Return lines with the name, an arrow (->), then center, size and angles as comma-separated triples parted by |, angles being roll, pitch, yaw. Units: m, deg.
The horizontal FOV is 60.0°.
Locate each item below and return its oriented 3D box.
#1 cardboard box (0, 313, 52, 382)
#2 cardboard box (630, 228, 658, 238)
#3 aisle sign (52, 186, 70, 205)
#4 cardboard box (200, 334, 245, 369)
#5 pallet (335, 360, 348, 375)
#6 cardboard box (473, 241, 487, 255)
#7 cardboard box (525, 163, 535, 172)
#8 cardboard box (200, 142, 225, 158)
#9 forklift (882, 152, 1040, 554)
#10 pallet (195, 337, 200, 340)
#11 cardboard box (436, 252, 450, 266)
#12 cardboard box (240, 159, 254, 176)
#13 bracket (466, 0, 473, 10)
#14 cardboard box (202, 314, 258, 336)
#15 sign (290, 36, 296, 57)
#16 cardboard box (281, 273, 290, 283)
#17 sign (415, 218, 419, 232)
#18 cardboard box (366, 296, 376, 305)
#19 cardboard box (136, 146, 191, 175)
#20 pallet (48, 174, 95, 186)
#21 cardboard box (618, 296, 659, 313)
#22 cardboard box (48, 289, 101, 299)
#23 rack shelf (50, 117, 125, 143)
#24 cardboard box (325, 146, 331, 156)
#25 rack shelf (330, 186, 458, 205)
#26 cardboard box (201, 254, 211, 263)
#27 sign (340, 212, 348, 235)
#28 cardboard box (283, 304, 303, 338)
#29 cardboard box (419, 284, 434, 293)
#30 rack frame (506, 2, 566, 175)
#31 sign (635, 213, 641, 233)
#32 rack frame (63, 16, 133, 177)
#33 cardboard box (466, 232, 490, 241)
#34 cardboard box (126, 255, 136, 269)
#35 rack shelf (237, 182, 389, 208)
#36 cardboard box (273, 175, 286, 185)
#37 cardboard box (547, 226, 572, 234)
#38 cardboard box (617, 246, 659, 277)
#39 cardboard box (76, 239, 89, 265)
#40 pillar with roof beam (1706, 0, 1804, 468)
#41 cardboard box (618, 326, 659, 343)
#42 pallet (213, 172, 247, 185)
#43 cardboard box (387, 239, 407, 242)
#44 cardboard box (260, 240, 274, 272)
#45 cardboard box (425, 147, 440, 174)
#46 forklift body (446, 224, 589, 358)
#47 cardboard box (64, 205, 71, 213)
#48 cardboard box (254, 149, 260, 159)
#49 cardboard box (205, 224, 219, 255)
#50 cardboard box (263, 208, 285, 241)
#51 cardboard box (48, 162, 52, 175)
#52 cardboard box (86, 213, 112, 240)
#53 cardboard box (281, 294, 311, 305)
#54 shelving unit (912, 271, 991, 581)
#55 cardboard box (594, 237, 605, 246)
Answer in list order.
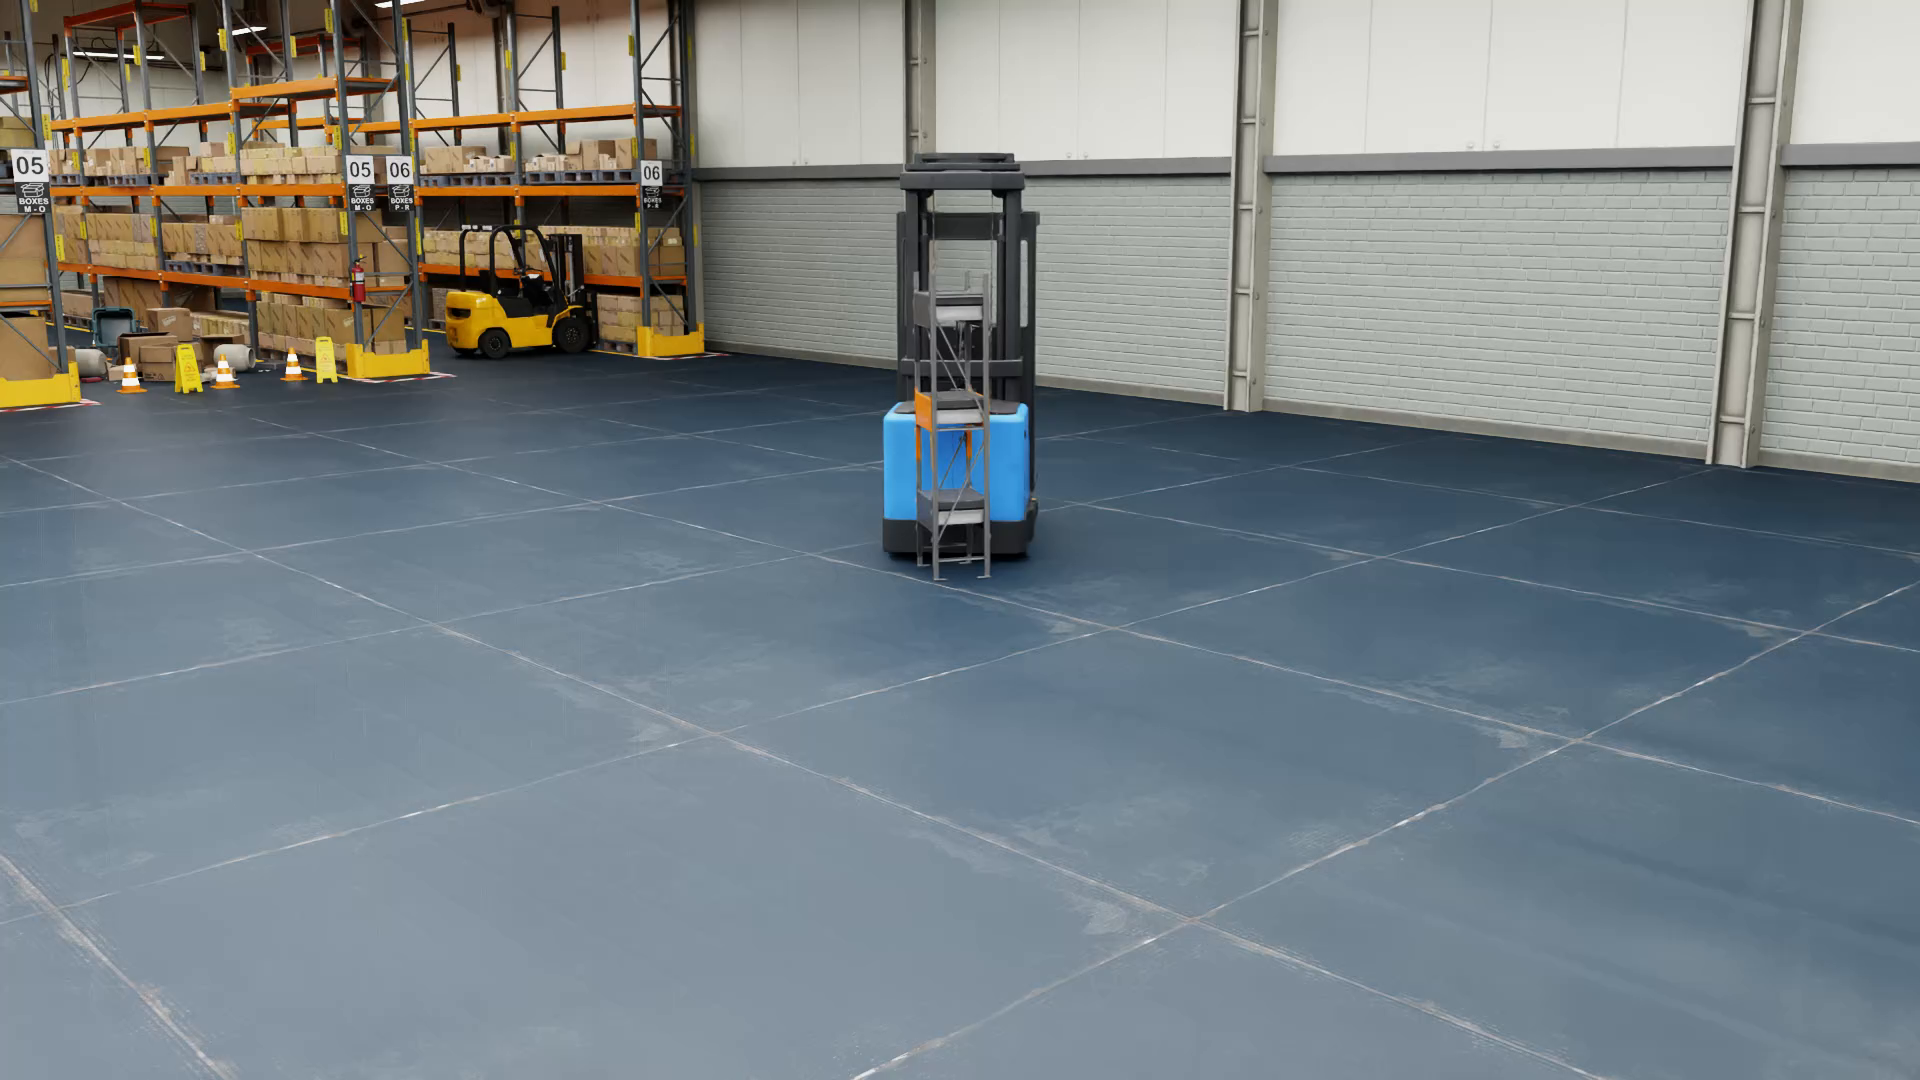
cardboard box -> -12.522, -2.481, 21.747 | 0.875, 0.875, 0.875 | -11, 16, -42
cardboard box -> -5.308, -5.159, 27.925 | 0.380, 0.149, 0.250 | -11, 16, -42
aisle sign -> -19.370, -7.593, 35.892 | 0.394, 0.787, 0.004 | -11, 16, -43
cardboard box -> -11.502, -2.946, 25.965 | 0.500, 0.500, 0.500 | -1, 12, -4
pallet -> -9.083, -2.700, 25.494 | 1.003, 0.211, 1.213 | -11, 16, -43
cardboard box -> -8.904, -5.564, 31.618 | 0.500, 0.250, 0.500 | -10, 16, -41
cardboard box -> -7.580, -6.700, 29.900 | 0.380, 0.149, 0.250 | -10, 16, -41
cardboard box -> -12.471, -6.574, 28.045 | 0.500, 0.250, 0.500 | -11, 16, -42
forklift -> 0.071, -1.576, 13.299 | 1.130, 2.935, 3.031 | 1, 12, 5
pallet -> -12.643, -3.441, 29.089 | 1.003, 0.211, 1.213 | -11, 16, -43
cardboard box -> -9.959, -5.545, 32.762 | 0.500, 0.250, 0.500 | -11, 16, -44
cardboard box -> -11.152, -5.954, 26.578 | 0.500, 0.250, 0.500 | -11, 16, -44
bracket -> -9.424, -10.439, 32.358 | 0.235, 0.232, 0.430 | -11, 16, -43
cardboard box -> -12.602, -3.716, 28.984 | 0.950, 0.372, 0.625 | -10, 15, -41
sign -> -10.853, -8.022, 27.039 | 0.100, 0.325, 0.005 | -11, 16, -43
cardboard box -> -10.396, -4.113, 26.065 | 0.380, 0.149, 0.250 | -11, 16, -42
sign -> -10.819, -6.242, 33.104 | 0.100, 0.325, 0.005 | -11, 16, -43
cardboard box -> -12.307, -5.104, 35.408 | 0.500, 0.500, 0.500 | 11, 16, 43
cardboard box -> -14.390, -6.858, 30.036 | 0.637, 0.503, 0.797 | 11, 16, 42
pallet -> -18.178, -7.407, 34.217 | 1.003, 0.211, 1.213 | -11, 16, -43
cardboard box -> -5.452, -3.996, 28.169 | 0.500, 0.250, 0.500 | -10, 15, -41
cardboard box -> -19.017, -5.135, 35.709 | 0.875, 0.438, 0.875 | 11, 16, 43
rack shelf -> -18.164, -8.364, 33.984 | 1.077, 0.370, 4.000 | -11, 16, -43
cardboard box -> -9.093, -5.719, 24.450 | 0.380, 0.149, 0.250 | -11, 16, -42
rack shelf -> -11.814, -7.200, 34.773 | 1.077, 0.370, 4.000 | -11, 16, -43
cardboard box -> -12.849, -4.865, 28.676 | 0.380, 0.149, 0.250 | -10, 15, -41
sign -> -8.911, -4.579, 24.049 | 0.100, 0.325, 0.005 | -11, 16, -43
cardboard box -> -10.311, -3.465, 26.212 | 0.500, 0.500, 0.500 | -10, 15, -40
cardboard box -> -10.957, -5.127, 33.909 | 0.250, 0.149, 0.380 | 11, 16, 42
rack frame -> -7.670, -8.146, 30.147 | 1.000, 3.000, 0.127 | -11, 16, -43
sign -> -5.310, -5.233, 27.421 | 0.100, 0.325, 0.005 | -11, 16, -43
rack frame -> -16.783, -8.621, 32.454 | 1.000, 3.000, 0.127 | -11, 16, -43
cardboard box -> -9.210, -5.803, 31.789 | 0.250, 0.149, 0.380 | 11, 16, 44
cardboard box -> -15.257, -5.211, 31.143 | 0.500, 0.250, 0.500 | -11, 16, -43
rack shelf -> -9.877, -5.340, 25.746 | 1.077, 0.370, 4.000 | -11, 16, -43
cardboard box -> -10.393, -5.581, 25.756 | 0.380, 0.149, 0.250 | -11, 16, -44
cardboard box -> -7.133, -5.518, 29.670 | 0.380, 0.149, 0.250 | -10, 16, -41
cardboard box -> -5.438, -4.708, 28.080 | 0.500, 0.500, 0.500 | -11, 16, -44
cardboard box -> -17.288, -5.764, 33.205 | 0.500, 0.500, 0.500 | -11, 16, -42
pillar with roof beam -> 4.580, -4.562, 12.754 | 9.100, 9.000, 0.400 | -11, 16, -43
cardboard box -> -5.461, -3.507, 28.273 | 0.500, 0.250, 0.500 | -11, 16, -42
pallet -> -11.607, -5.997, 27.618 | 1.213, 0.211, 1.003 | -11, 16, -43
cardboard box -> -11.395, -6.032, 34.087 | 0.500, 0.250, 0.500 | 11, 16, 42
cardboard box -> -10.792, -4.537, 26.513 | 0.500, 0.500, 0.500 | -11, 16, -43
cardboard box -> -10.109, -7.424, 32.543 | 0.500, 0.500, 0.500 | -11, 16, -42
forklift body -> -7.537, -4.230, 28.114 | 2.313, 2.155, 1.214 | -11, 16, -43
cardboard box -> -17.881, -6.697, 33.650 | 0.380, 0.149, 0.250 | -11, 16, -43
cardboard box -> -10.900, -6.087, 26.233 | 0.250, 0.149, 0.380 | 11, 16, 43
cardboard box -> -12.438, -5.099, 28.202 | 0.500, 0.500, 0.500 | -10, 15, -41
cardboard box -> -10.447, -4.950, 26.043 | 0.700, 0.500, 0.500 | -11, 16, -44
cardboard box -> -18.547, -7.721, 34.453 | 0.500, 0.311, 0.500 | -11, 16, -42
cardboard box -> -16.687, -6.117, 32.443 | 0.500, 0.500, 0.500 | -11, 16, -42
cardboard box -> -10.458, -3.795, 26.205 | 0.380, 0.149, 0.250 | -10, 15, -39
shelving unit -> -0.058, -0.802, 11.582 | 0.431, 2.100, 0.503 | -3, 12, -14
cardboard box -> -6.065, -5.151, 28.626 | 0.250, 0.149, 0.380 | 11, 16, 43
